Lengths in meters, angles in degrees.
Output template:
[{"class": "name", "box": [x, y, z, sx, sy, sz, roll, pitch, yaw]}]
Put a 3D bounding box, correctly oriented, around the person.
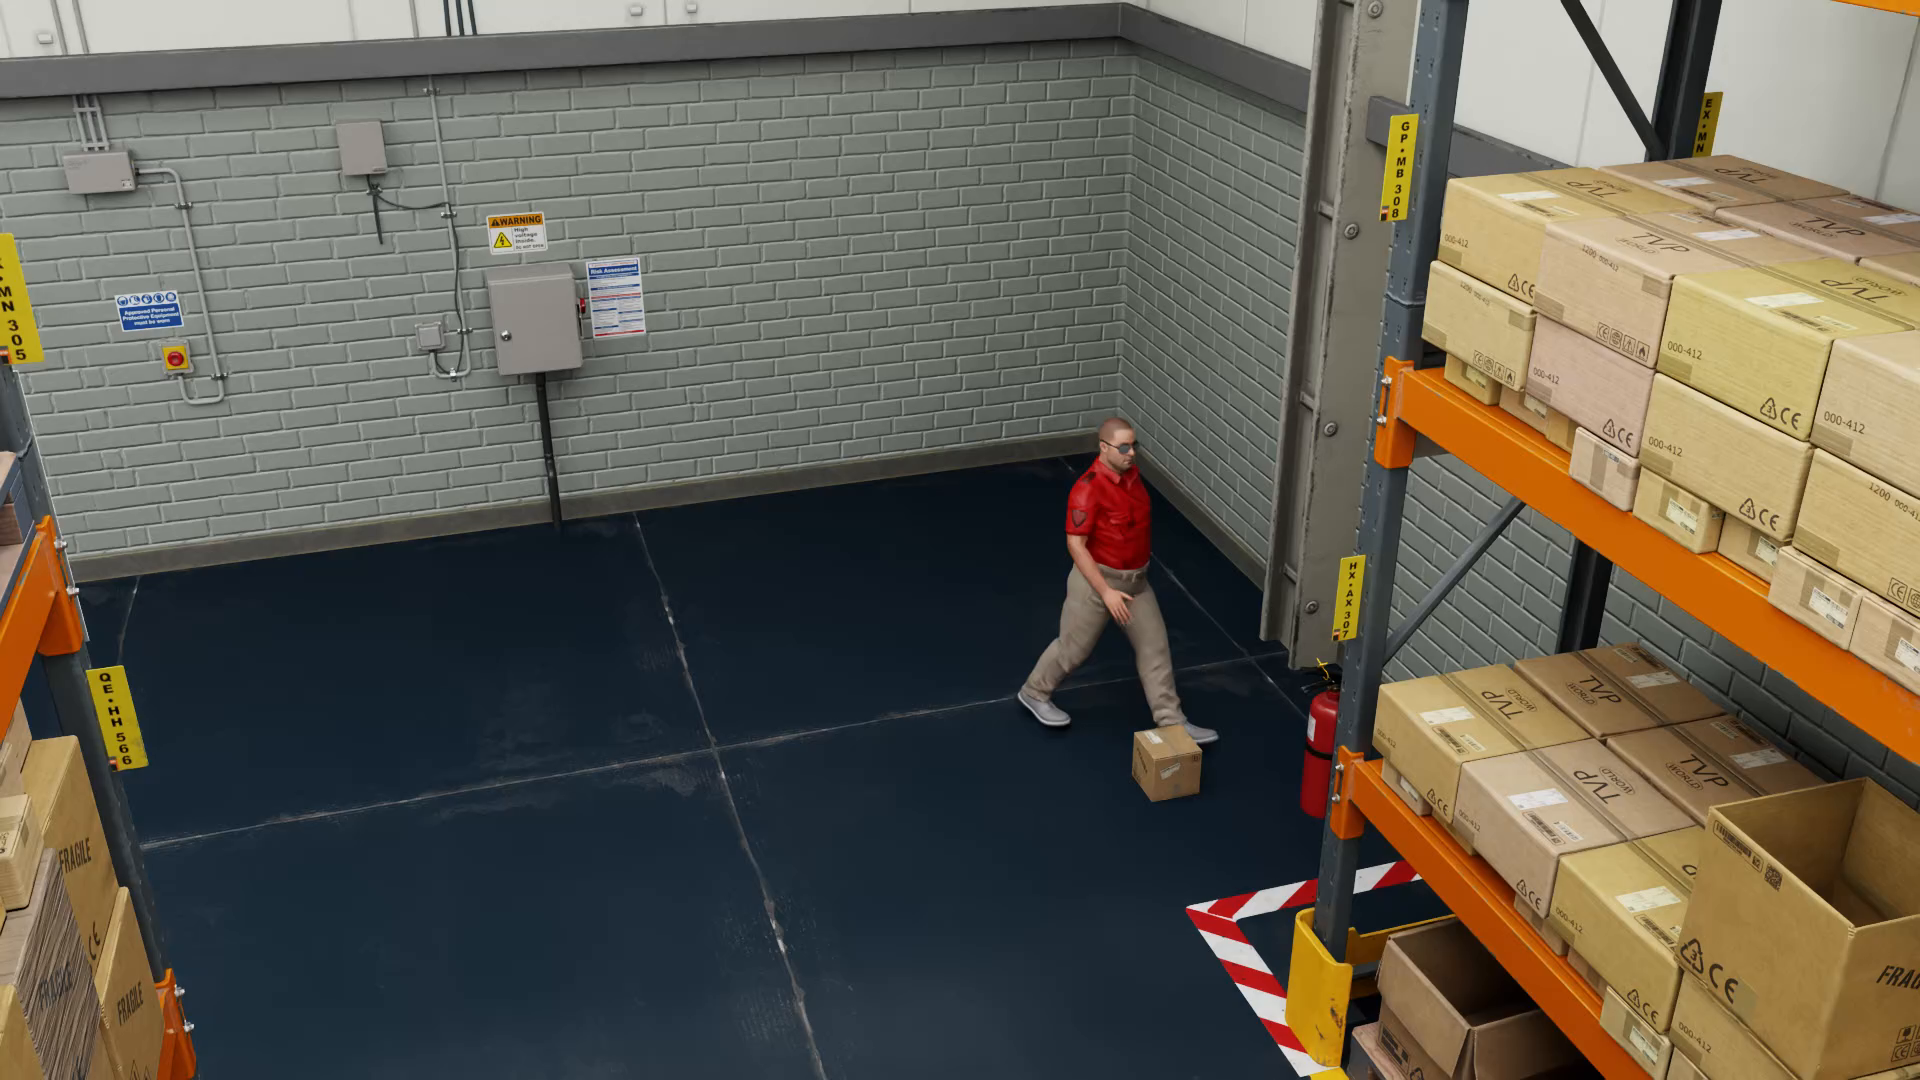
[{"class": "person", "box": [0.829, 0.226, 8.208, 0.625, 1.666, 1.046, -24, 35, -39]}]
